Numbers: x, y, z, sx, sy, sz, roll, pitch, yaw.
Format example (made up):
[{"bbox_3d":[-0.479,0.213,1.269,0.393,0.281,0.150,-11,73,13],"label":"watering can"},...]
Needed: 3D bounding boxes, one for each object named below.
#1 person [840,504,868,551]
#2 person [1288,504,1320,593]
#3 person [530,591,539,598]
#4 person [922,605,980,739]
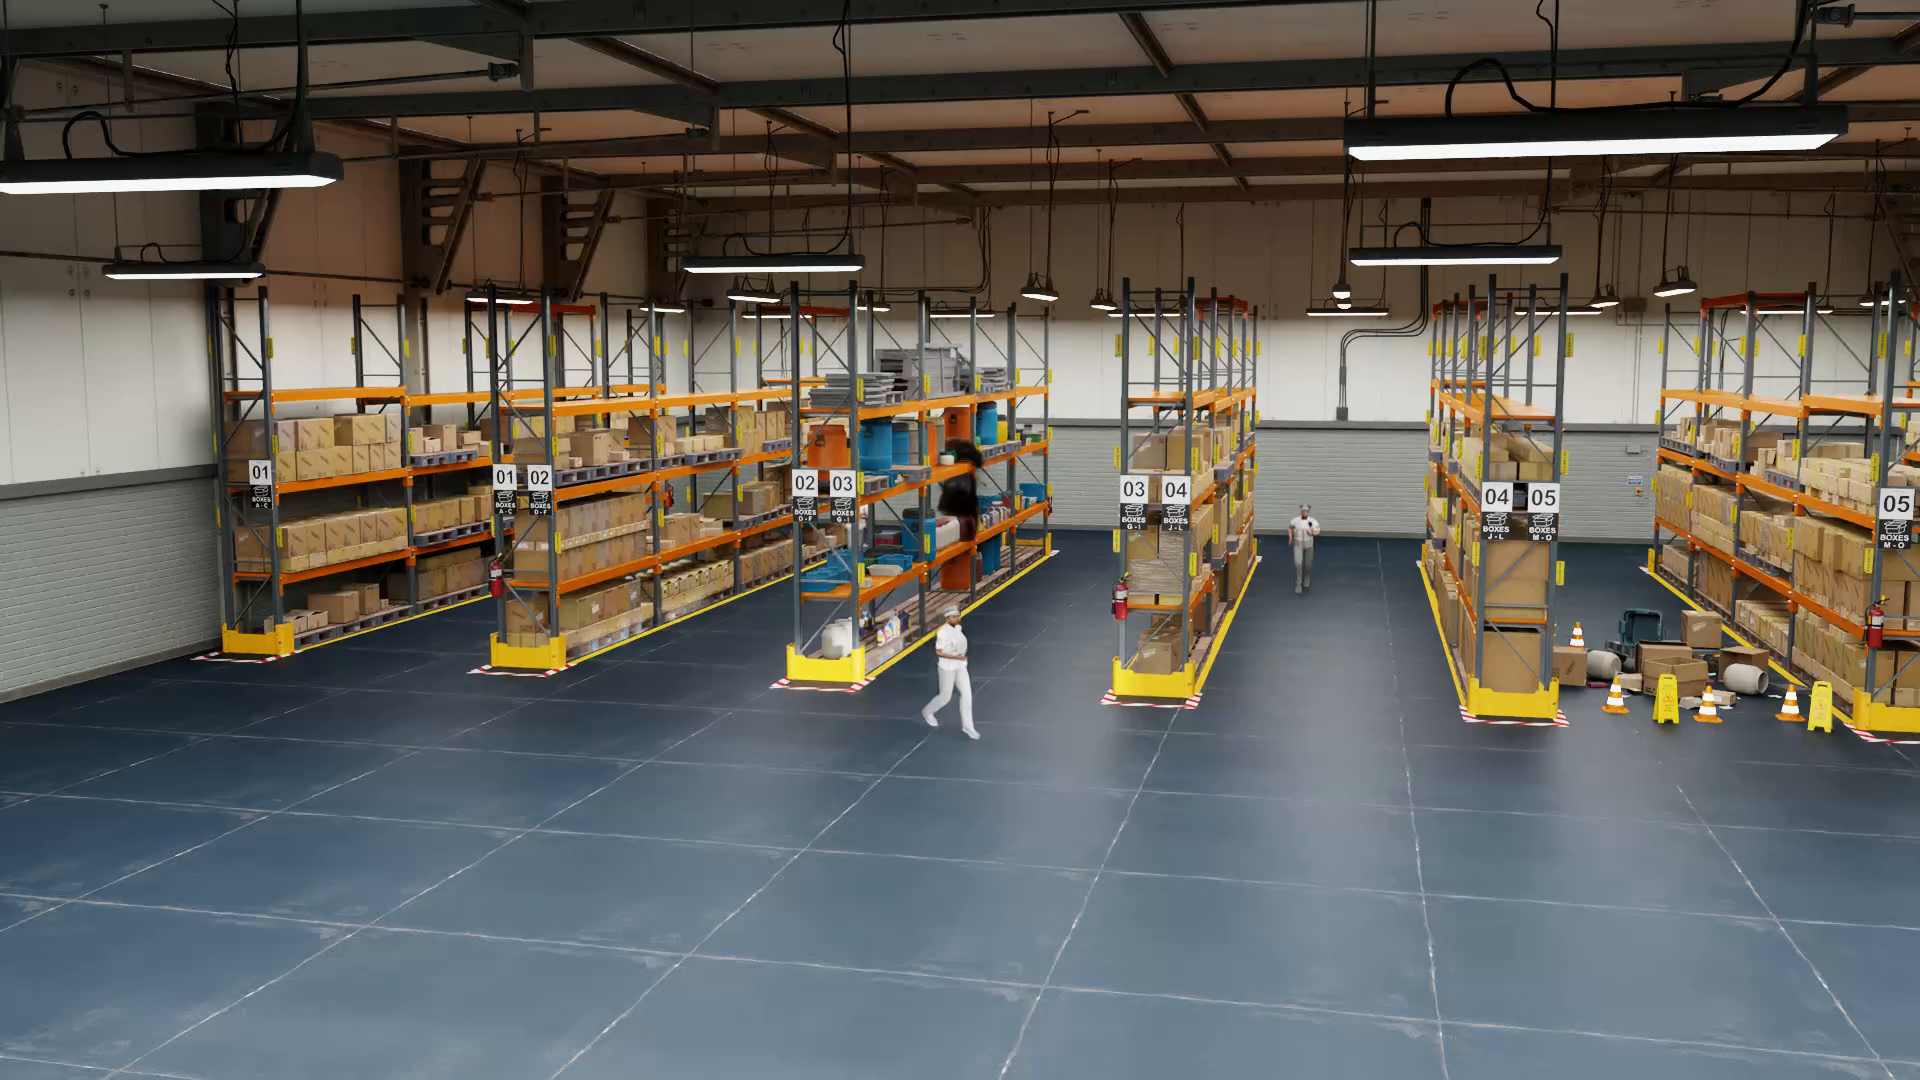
[{"bbox_3d":[-2.221,-0.192,35.332,0.671,1.886,0.734,0,7,-1],"label":"person"},{"bbox_3d":[7.128,0.148,34.472,0.652,1.804,0.937,1,7,10],"label":"person"},{"bbox_3d":[-7.636,0.731,30.021,0.544,1.705,0.691,2,7,15],"label":"person"},{"bbox_3d":[-0.114,1.685,21.603,0.923,1.718,0.589,6,9,43],"label":"person"}]
